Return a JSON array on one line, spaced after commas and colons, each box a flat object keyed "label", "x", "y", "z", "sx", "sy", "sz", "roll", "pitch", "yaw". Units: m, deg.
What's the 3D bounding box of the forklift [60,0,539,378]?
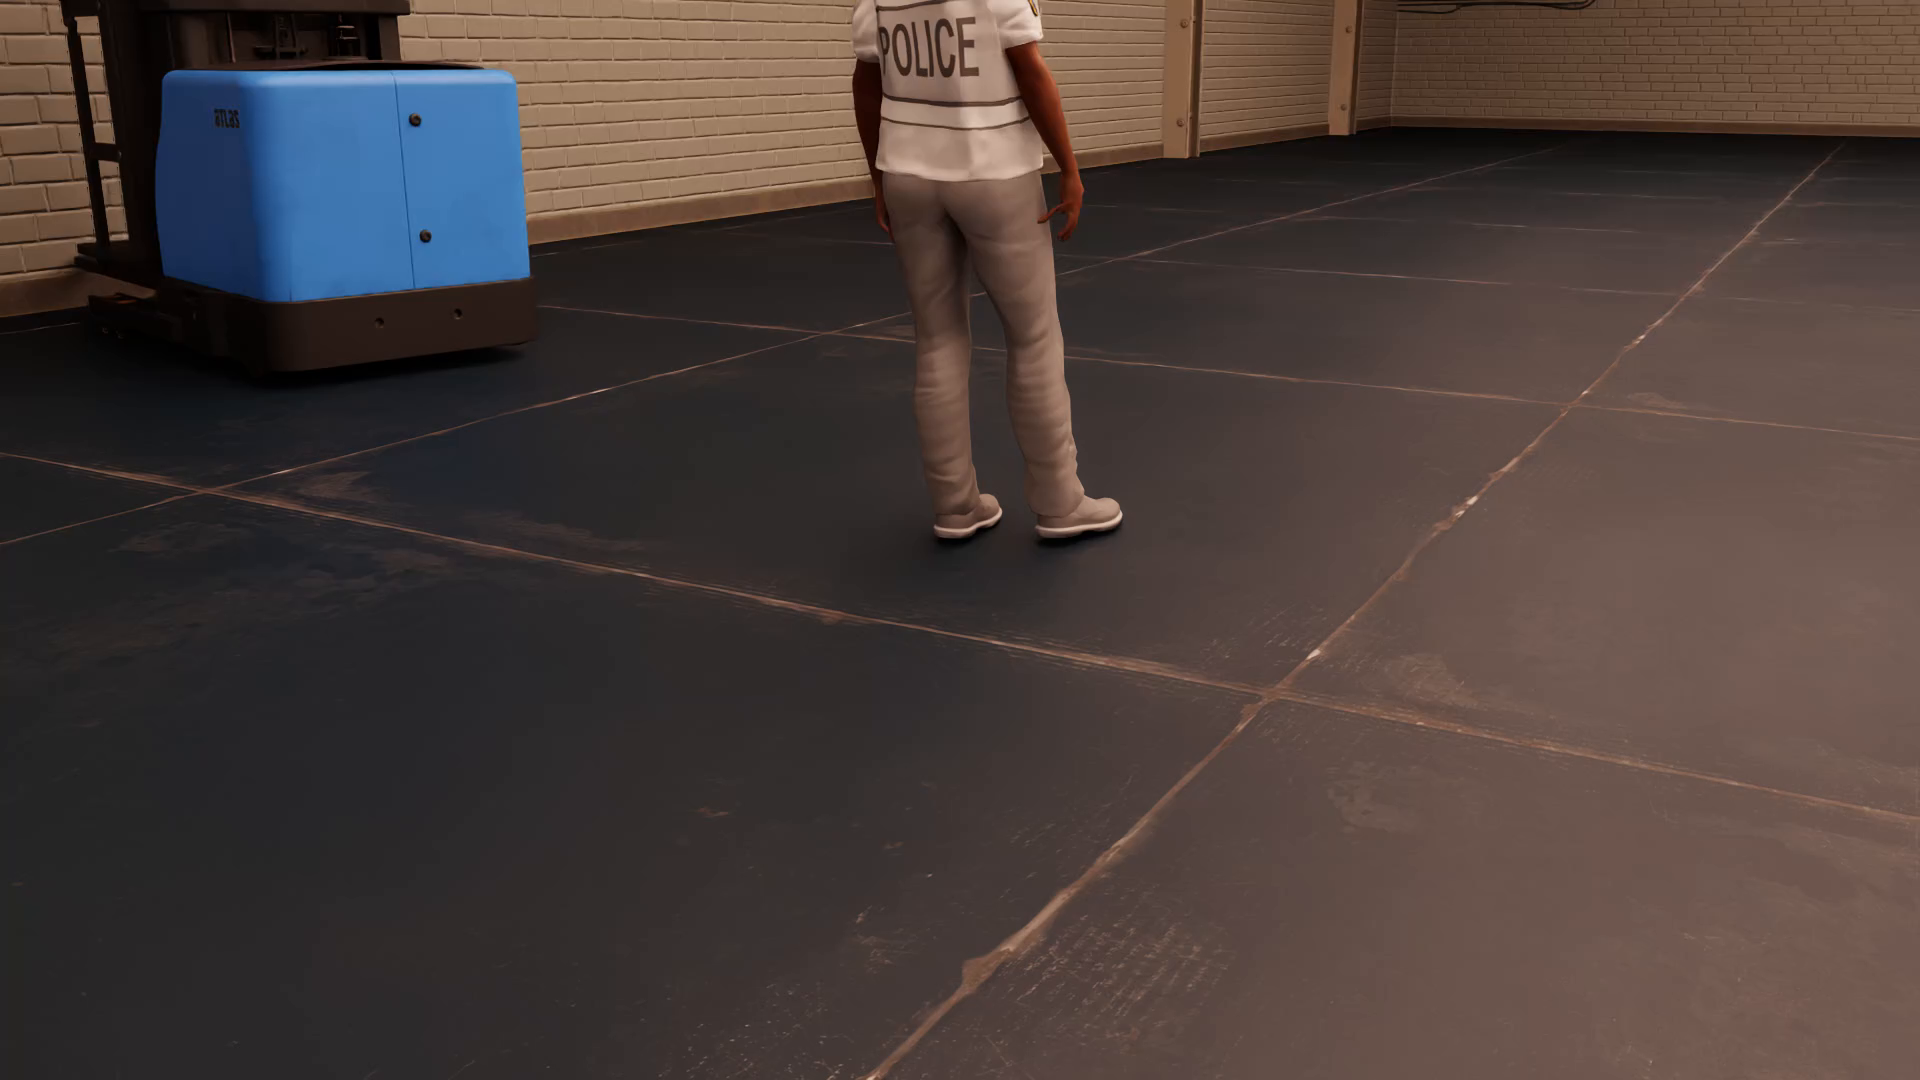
[{"label": "forklift", "x": -3.008, "y": -2.319, "z": 6.726, "sx": 1.130, "sy": 2.935, "sz": 3.031, "roll": -15, "pitch": 22, "yaw": -41}]

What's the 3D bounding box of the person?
[{"label": "person", "x": 0.054, "y": -0.835, "z": 3.853, "sx": 0.569, "sy": 1.695, "sz": 0.528, "roll": 9, "pitch": 19, "yaw": 28}]
